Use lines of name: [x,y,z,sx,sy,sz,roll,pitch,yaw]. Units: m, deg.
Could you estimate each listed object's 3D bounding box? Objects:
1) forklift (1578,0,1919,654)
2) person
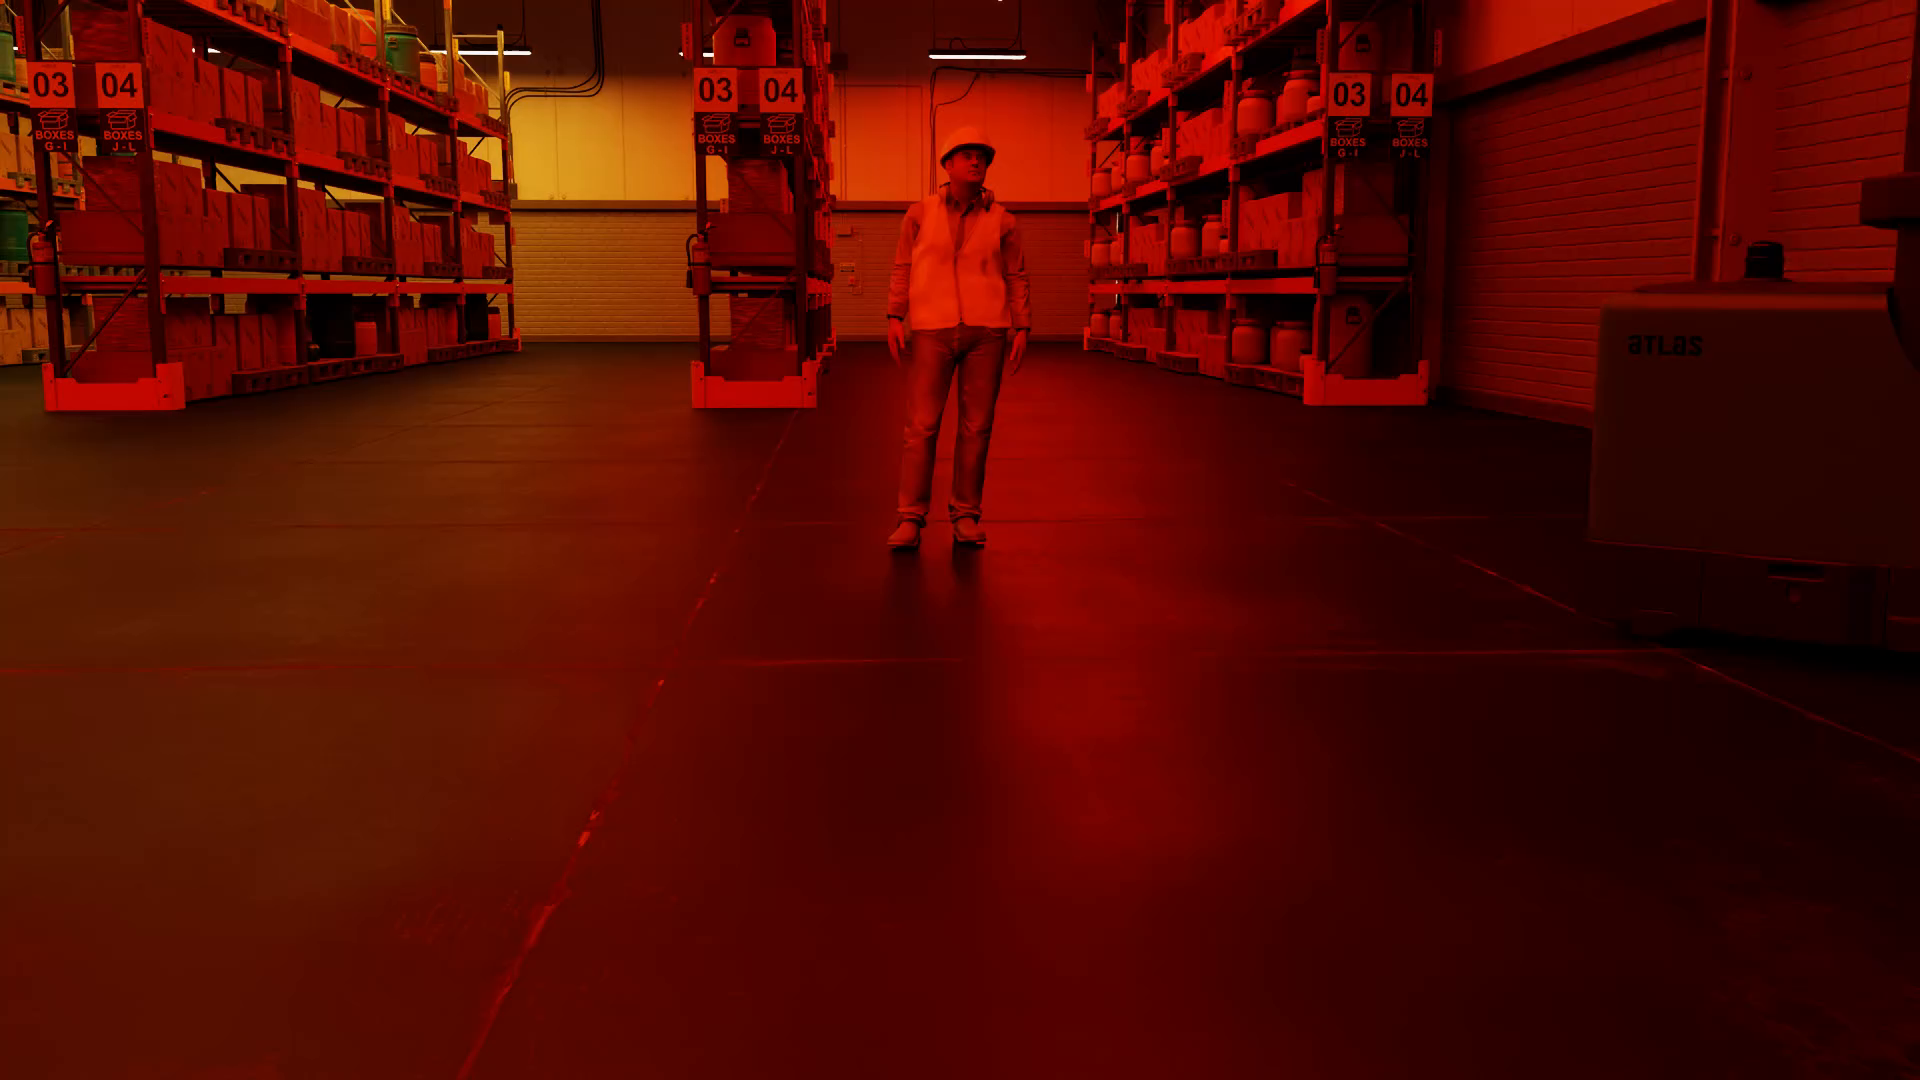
forklift: [3.459,-1.077,4.585,3.031,2.935,1.130,6,10,35]
person: [-0.005,-0.875,7.117,0.632,1.773,0.568,-1,8,-4]
